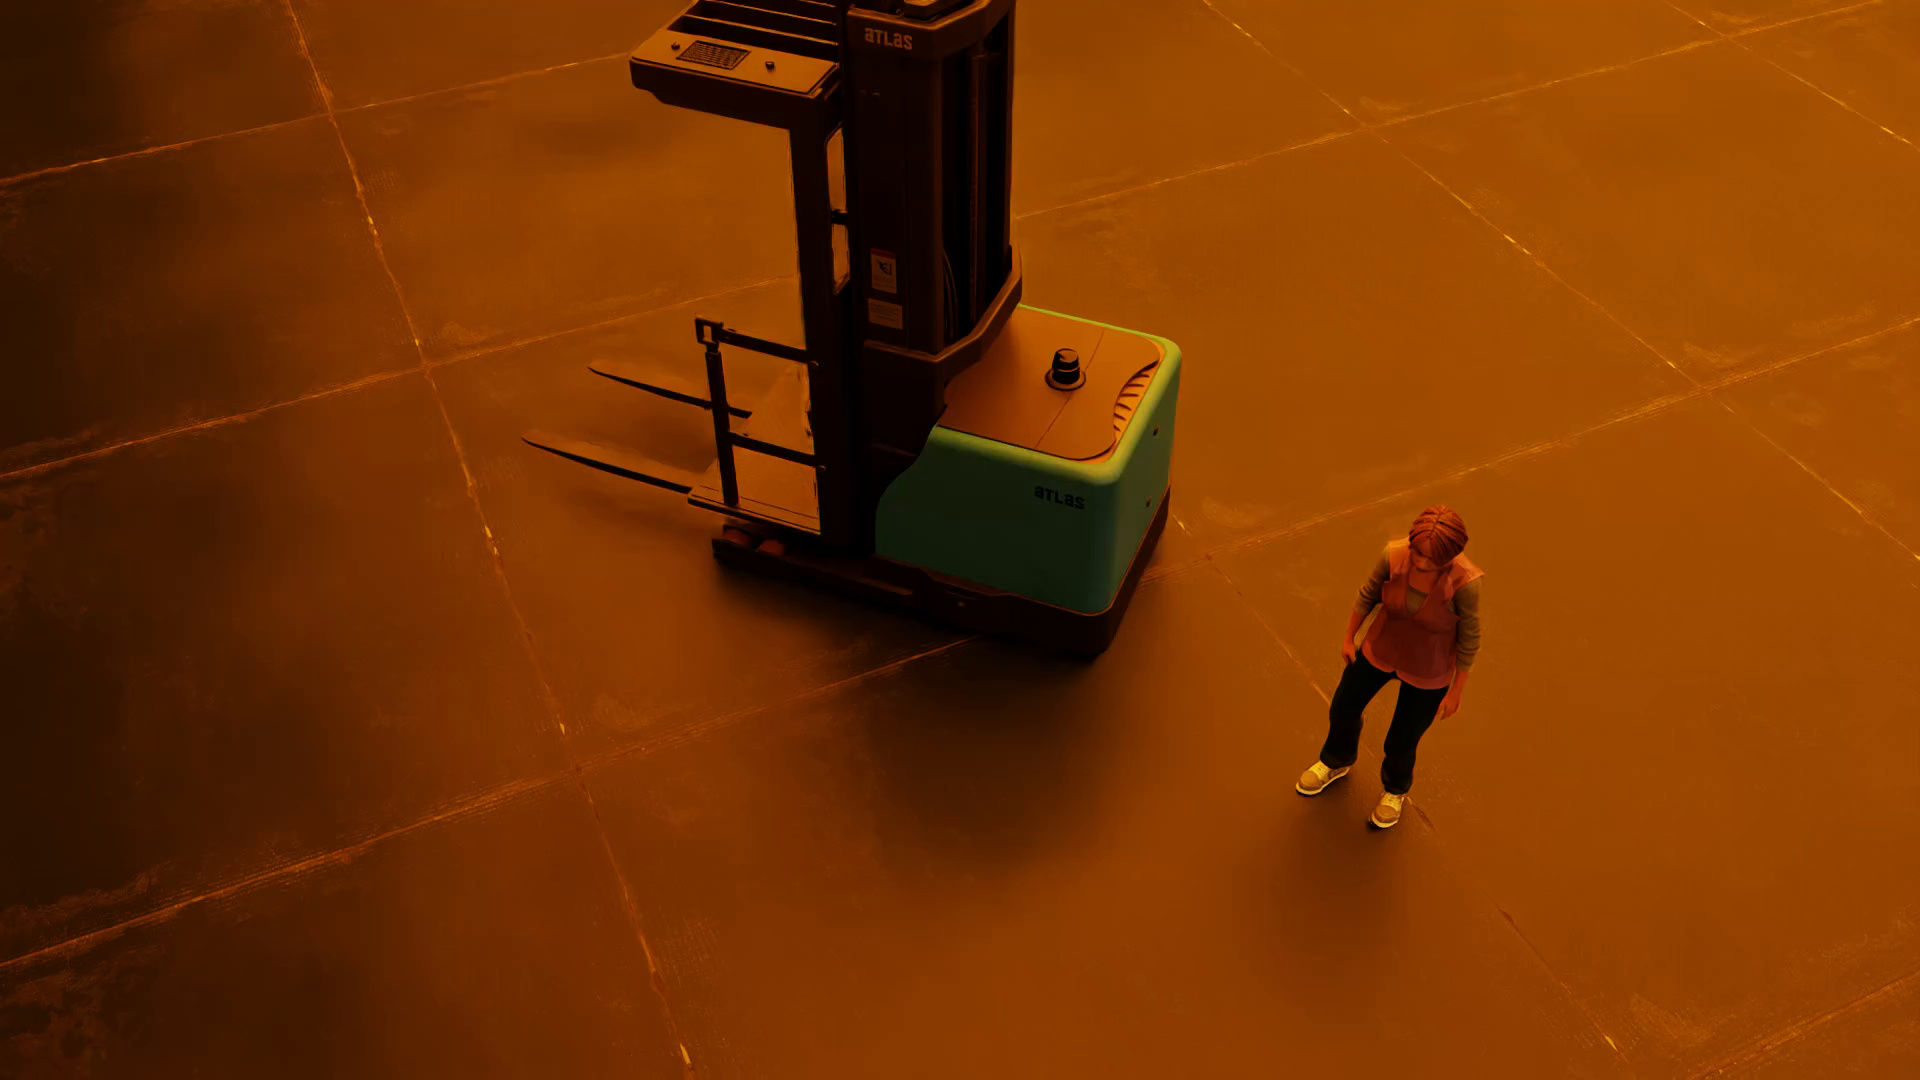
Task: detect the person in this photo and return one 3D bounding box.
[{"bbox_3d":[1.647,0.458,6.184,0.510,1.580,0.329,27,49,26],"label":"person"}]

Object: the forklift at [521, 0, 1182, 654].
[{"bbox_3d":[-0.596,-1.223,6.991,3.031,2.935,1.130,16,45,16],"label":"forklift"}]
